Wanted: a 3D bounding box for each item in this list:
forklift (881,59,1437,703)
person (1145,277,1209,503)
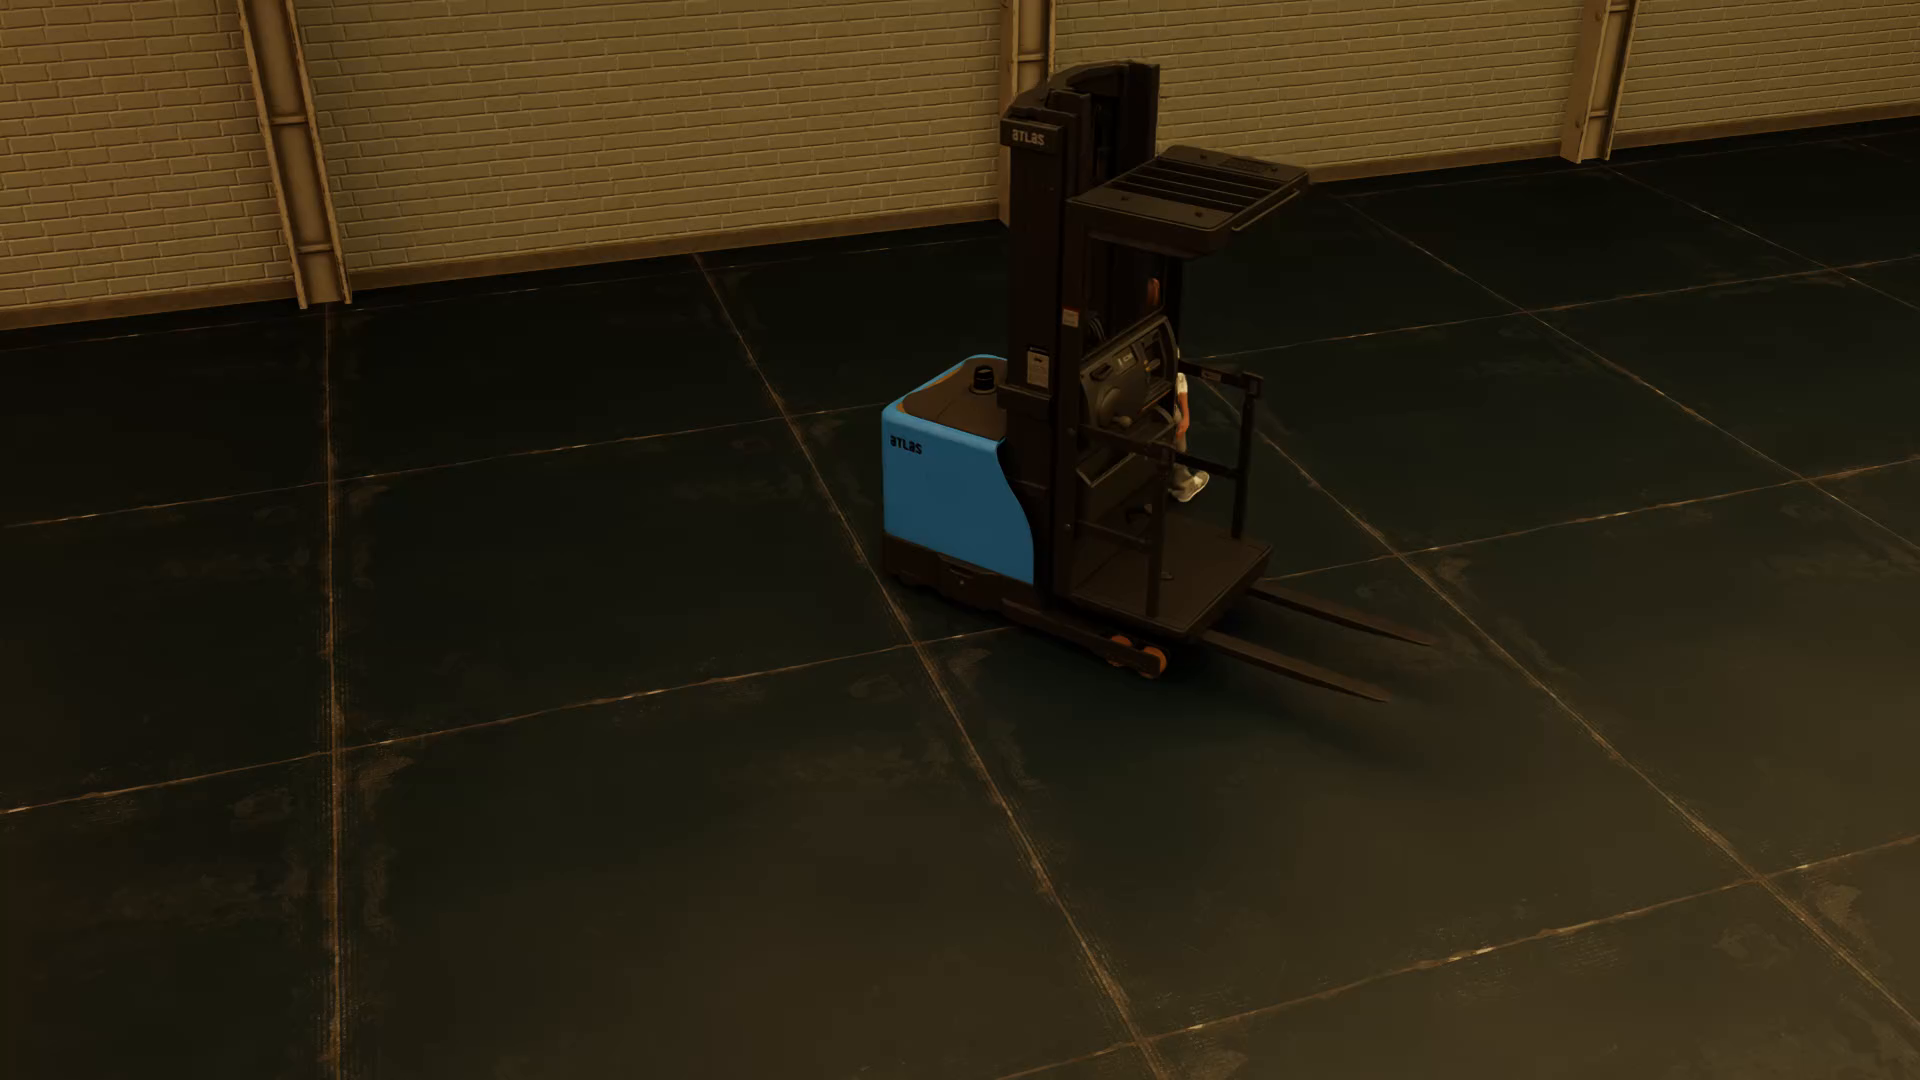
[{"bbox_3d":[1.054,-0.842,8.551,3.031,2.935,1.130,19,35,29],"label":"forklift"},{"bbox_3d":[1.192,-0.826,9.955,0.556,1.538,0.851,19,35,30],"label":"person"}]
